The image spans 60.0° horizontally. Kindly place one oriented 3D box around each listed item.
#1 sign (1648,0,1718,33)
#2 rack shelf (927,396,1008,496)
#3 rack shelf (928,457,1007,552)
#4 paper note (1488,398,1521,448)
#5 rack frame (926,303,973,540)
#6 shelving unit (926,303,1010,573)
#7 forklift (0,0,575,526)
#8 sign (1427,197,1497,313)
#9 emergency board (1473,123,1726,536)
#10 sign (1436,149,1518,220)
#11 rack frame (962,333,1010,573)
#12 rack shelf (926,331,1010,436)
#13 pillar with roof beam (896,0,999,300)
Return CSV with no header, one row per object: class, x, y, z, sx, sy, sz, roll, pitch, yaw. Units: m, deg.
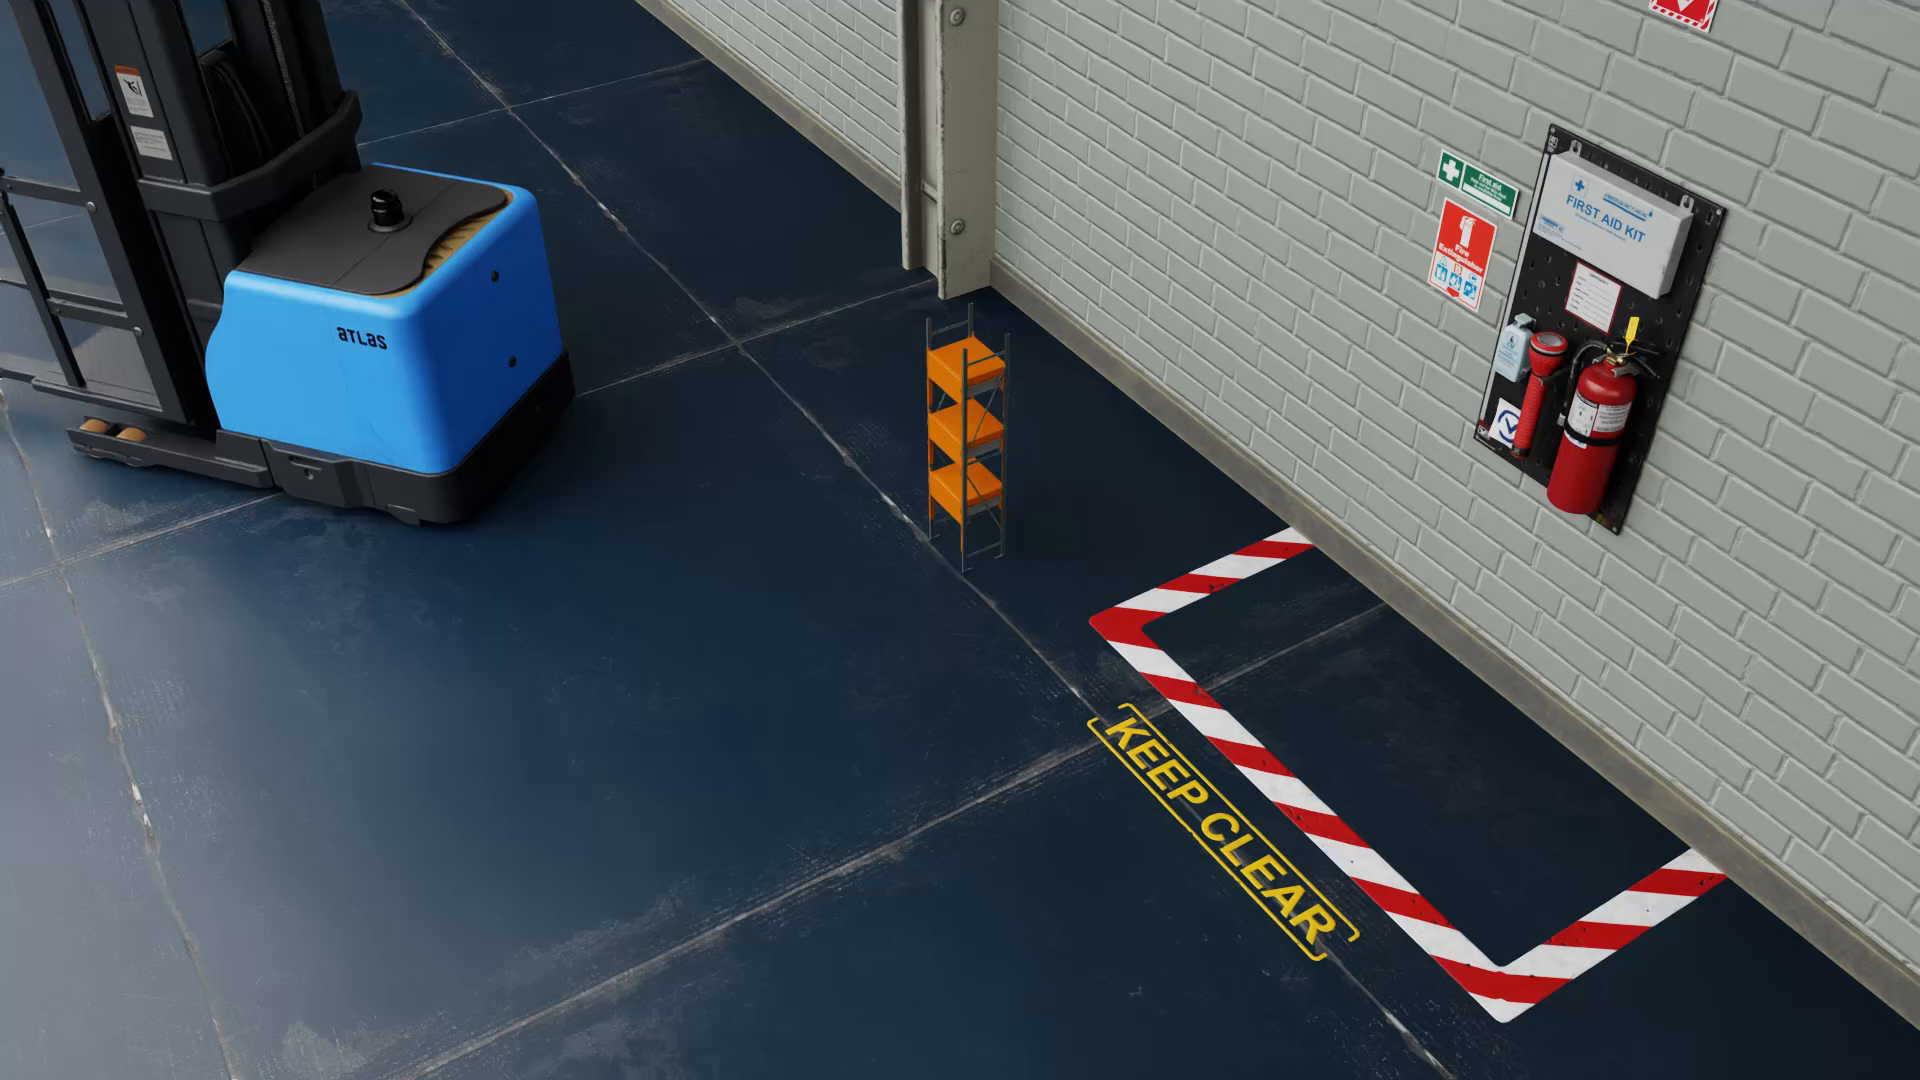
sign,1.952,-1.526,4.427,0.001,0.298,0.199,-22,45,-24
rack shelf,0.029,-0.366,6.386,0.215,0.259,0.240,-22,45,-24
rack shelf,0.029,-0.153,6.564,0.215,0.259,0.240,-22,45,-24
paper note,1.835,-0.378,5.548,0.016,0.148,0.142,-22,45,-24
rack frame,-0.037,-0.440,6.458,0.200,1.050,0.008,-22,45,-24
shelving unit,0.029,-0.374,6.379,0.215,1.050,0.252,-22,45,-24
forklift,-3.291,-1.746,6.556,3.031,2.935,1.130,12,41,14
sign,1.661,-0.945,5.513,0.001,0.329,0.234,-22,45,-24
emergency board,1.872,-0.597,5.123,0.194,1.169,0.643,-22,45,-24
sign,1.656,-1.143,5.336,0.001,0.109,0.331,-22,45,-24
rack frame,0.094,-0.309,6.300,0.200,1.050,0.008,-22,45,-24
rack shelf,0.029,-0.584,6.204,0.215,0.259,0.240,-22,45,-24
pillar with roof beam,-3.687,-3.311,3.694,9.100,9.000,0.400,-22,45,-24
